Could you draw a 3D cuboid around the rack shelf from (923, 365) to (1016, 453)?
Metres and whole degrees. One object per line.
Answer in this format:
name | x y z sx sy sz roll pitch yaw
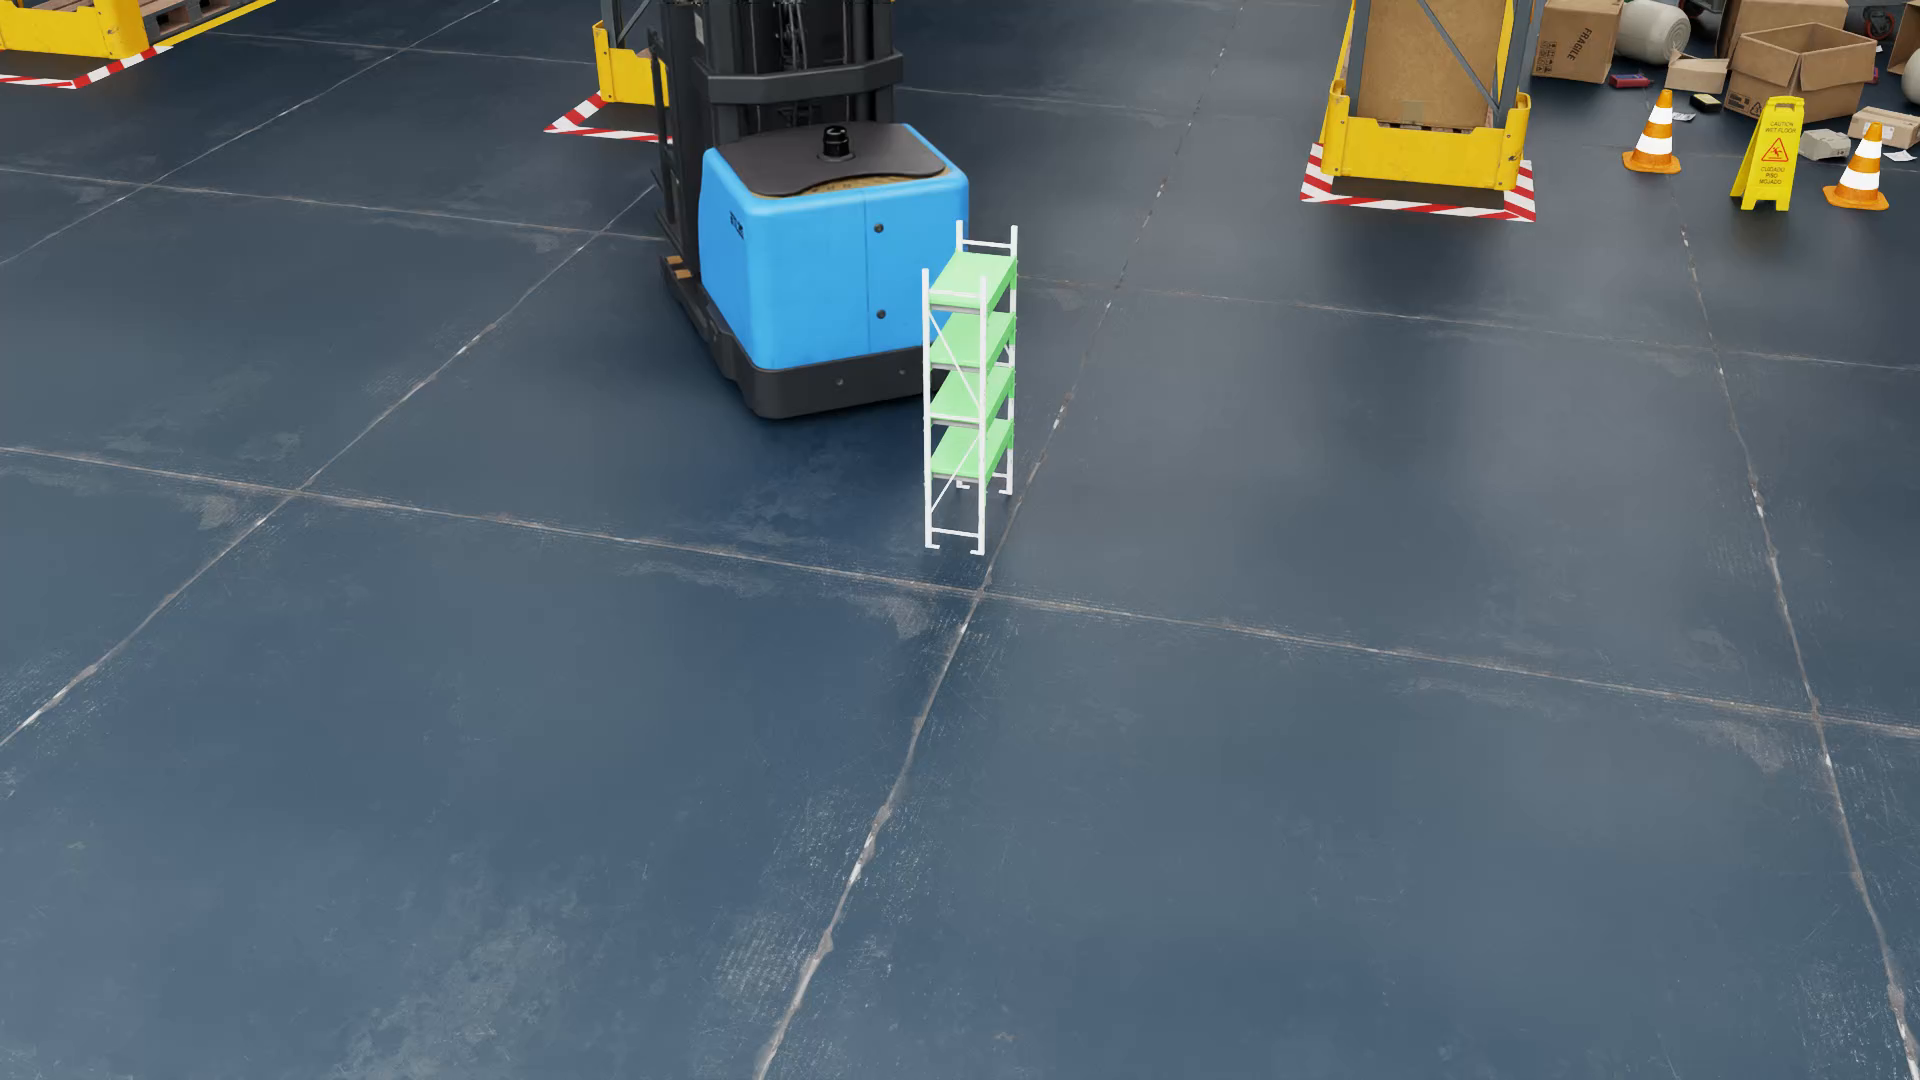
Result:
rack shelf | 0.042 -0.538 6.598 0.258 0.148 0.480 8 33 12

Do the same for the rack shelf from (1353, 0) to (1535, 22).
rack shelf | 3.355 -4.291 11.375 1.077 0.370 4.000 8 33 12

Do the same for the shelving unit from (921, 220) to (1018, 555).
shelving unit | 0.042 -0.592 6.563 0.258 1.200 0.503 8 33 12

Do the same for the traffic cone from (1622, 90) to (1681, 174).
traffic cone | 4.356 -2.569 10.359 0.336 0.463 0.334 8 33 12

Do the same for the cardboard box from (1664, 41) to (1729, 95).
cardboard box | 5.208 -3.336 11.751 0.396 0.266 0.258 14 35 21

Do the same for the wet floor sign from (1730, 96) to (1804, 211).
wet floor sign | 4.756 -2.279 9.733 0.267 0.644 0.232 3 33 4

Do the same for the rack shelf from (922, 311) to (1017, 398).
rack shelf | 0.042 -0.741 6.469 0.258 0.148 0.480 8 33 12

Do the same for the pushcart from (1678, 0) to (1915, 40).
pushcart | 6.459 -4.189 12.988 1.648 0.377 0.936 -3 33 -4

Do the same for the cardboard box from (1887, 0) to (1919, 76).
cardboard box | 7.089 -3.587 11.924 0.500 0.500 0.500 -21 38 -29

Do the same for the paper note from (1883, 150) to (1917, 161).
paper note | 5.976 -2.444 10.566 0.148 0.019 0.142 -3 33 -4

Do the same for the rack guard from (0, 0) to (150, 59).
rack guard | -6.741 -3.950 12.498 1.175 0.500 0.348 8 33 12

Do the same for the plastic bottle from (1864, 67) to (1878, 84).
plastic bottle | 6.535 -3.357 11.974 0.133 0.061 0.283 14 35 21

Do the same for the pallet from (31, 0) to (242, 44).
pallet | -6.530 -4.249 13.237 1.003 0.211 1.213 8 33 12

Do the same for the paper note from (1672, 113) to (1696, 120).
paper note | 4.877 -2.864 11.229 0.144 0.017 0.142 20 38 29

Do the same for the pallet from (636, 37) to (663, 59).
pallet | -1.664 -3.564 12.160 1.003 0.211 1.213 8 33 12

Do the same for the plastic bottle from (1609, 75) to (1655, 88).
plastic bottle | 4.783 -3.265 11.828 0.283 0.061 0.133 -3 33 -4

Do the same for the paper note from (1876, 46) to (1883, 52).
paper note | 6.892 -3.716 12.566 0.148 0.019 0.142 8 33 12

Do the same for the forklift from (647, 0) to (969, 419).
forklift | -0.954 -2.562 8.048 1.130 2.935 3.031 -12 34 -18

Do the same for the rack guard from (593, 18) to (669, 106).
rack guard | -1.905 -3.269 11.427 1.175 0.500 0.348 8 33 12

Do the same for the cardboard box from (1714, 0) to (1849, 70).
cardboard box | 5.888 -3.682 11.946 0.797 0.637 0.503 8 33 12

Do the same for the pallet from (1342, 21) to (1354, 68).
pallet | 3.287 -3.437 11.960 1.003 0.211 1.213 8 33 12

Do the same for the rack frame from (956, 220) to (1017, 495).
rack frame | 0.104 -0.719 6.762 0.240 1.200 0.015 8 33 12

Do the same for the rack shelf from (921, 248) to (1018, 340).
rack shelf | 0.042 -0.943 6.340 0.258 0.148 0.480 8 33 12

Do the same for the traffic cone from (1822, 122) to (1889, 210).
traffic cone | 5.363 -2.239 9.840 0.336 0.463 0.334 8 33 12

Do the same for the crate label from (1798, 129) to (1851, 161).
crate label | 5.502 -2.517 10.582 0.250 0.136 0.298 -8 33 -13

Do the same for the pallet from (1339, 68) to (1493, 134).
pallet | 2.975 -2.806 10.967 1.003 0.211 1.213 8 33 12

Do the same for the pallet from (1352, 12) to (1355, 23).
pallet | 3.594 -4.072 12.959 1.003 0.211 1.213 8 33 12

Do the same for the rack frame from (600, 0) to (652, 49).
rack frame | -1.924 -4.285 10.694 1.000 3.000 0.127 8 33 12

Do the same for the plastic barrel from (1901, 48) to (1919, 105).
plastic barrel | 6.721 -3.126 11.273 0.421 0.421 0.512 -21 38 -29

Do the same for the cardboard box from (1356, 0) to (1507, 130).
cardboard box | 2.956 -3.199 10.574 0.875 0.875 0.875 8 33 13

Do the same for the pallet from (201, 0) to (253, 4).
pallet | -6.218 -4.880 14.230 1.003 0.211 1.213 8 33 12

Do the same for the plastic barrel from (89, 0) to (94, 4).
plastic barrel | -6.622 -4.438 12.863 0.421 0.512 0.421 0 32 0

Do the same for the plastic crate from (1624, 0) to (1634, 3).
plastic crate | 5.086 -4.202 13.131 0.662 0.188 0.450 -28 32 -37

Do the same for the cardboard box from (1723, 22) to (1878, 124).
cardboard box | 5.658 -3.138 11.218 0.797 0.503 0.637 -14 35 -21

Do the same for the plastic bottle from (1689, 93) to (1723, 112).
plastic bottle | 5.114 -3.015 11.436 0.133 0.061 0.283 -3 33 -4

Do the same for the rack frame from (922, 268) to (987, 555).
rack frame | -0.020 -0.466 6.364 0.240 1.200 0.015 8 33 12

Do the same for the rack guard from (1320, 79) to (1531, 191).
rack guard | 2.842 -2.490 10.200 1.175 0.500 0.348 8 33 12

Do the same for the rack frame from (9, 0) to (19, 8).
rack frame | -6.715 -4.959 11.755 1.000 3.000 0.127 8 33 12

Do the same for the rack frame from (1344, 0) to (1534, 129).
rack frame | 2.848 -3.557 9.549 1.000 3.000 0.127 8 33 12

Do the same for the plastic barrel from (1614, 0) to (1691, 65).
plastic barrel | 5.059 -3.748 12.251 0.421 0.421 0.512 -21 38 -29

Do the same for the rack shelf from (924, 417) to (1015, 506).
rack shelf | 0.042 -0.336 6.726 0.258 0.148 0.480 8 33 12

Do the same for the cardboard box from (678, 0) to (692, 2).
cardboard box | -1.749 -3.729 11.758 0.500 0.500 0.500 14 35 21

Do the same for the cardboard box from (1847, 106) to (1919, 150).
cardboard box | 6.040 -2.687 10.839 0.380 0.149 0.250 28 42 36

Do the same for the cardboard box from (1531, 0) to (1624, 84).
cardboard box | 4.462 -3.634 11.998 0.500 0.500 0.500 14 35 21
